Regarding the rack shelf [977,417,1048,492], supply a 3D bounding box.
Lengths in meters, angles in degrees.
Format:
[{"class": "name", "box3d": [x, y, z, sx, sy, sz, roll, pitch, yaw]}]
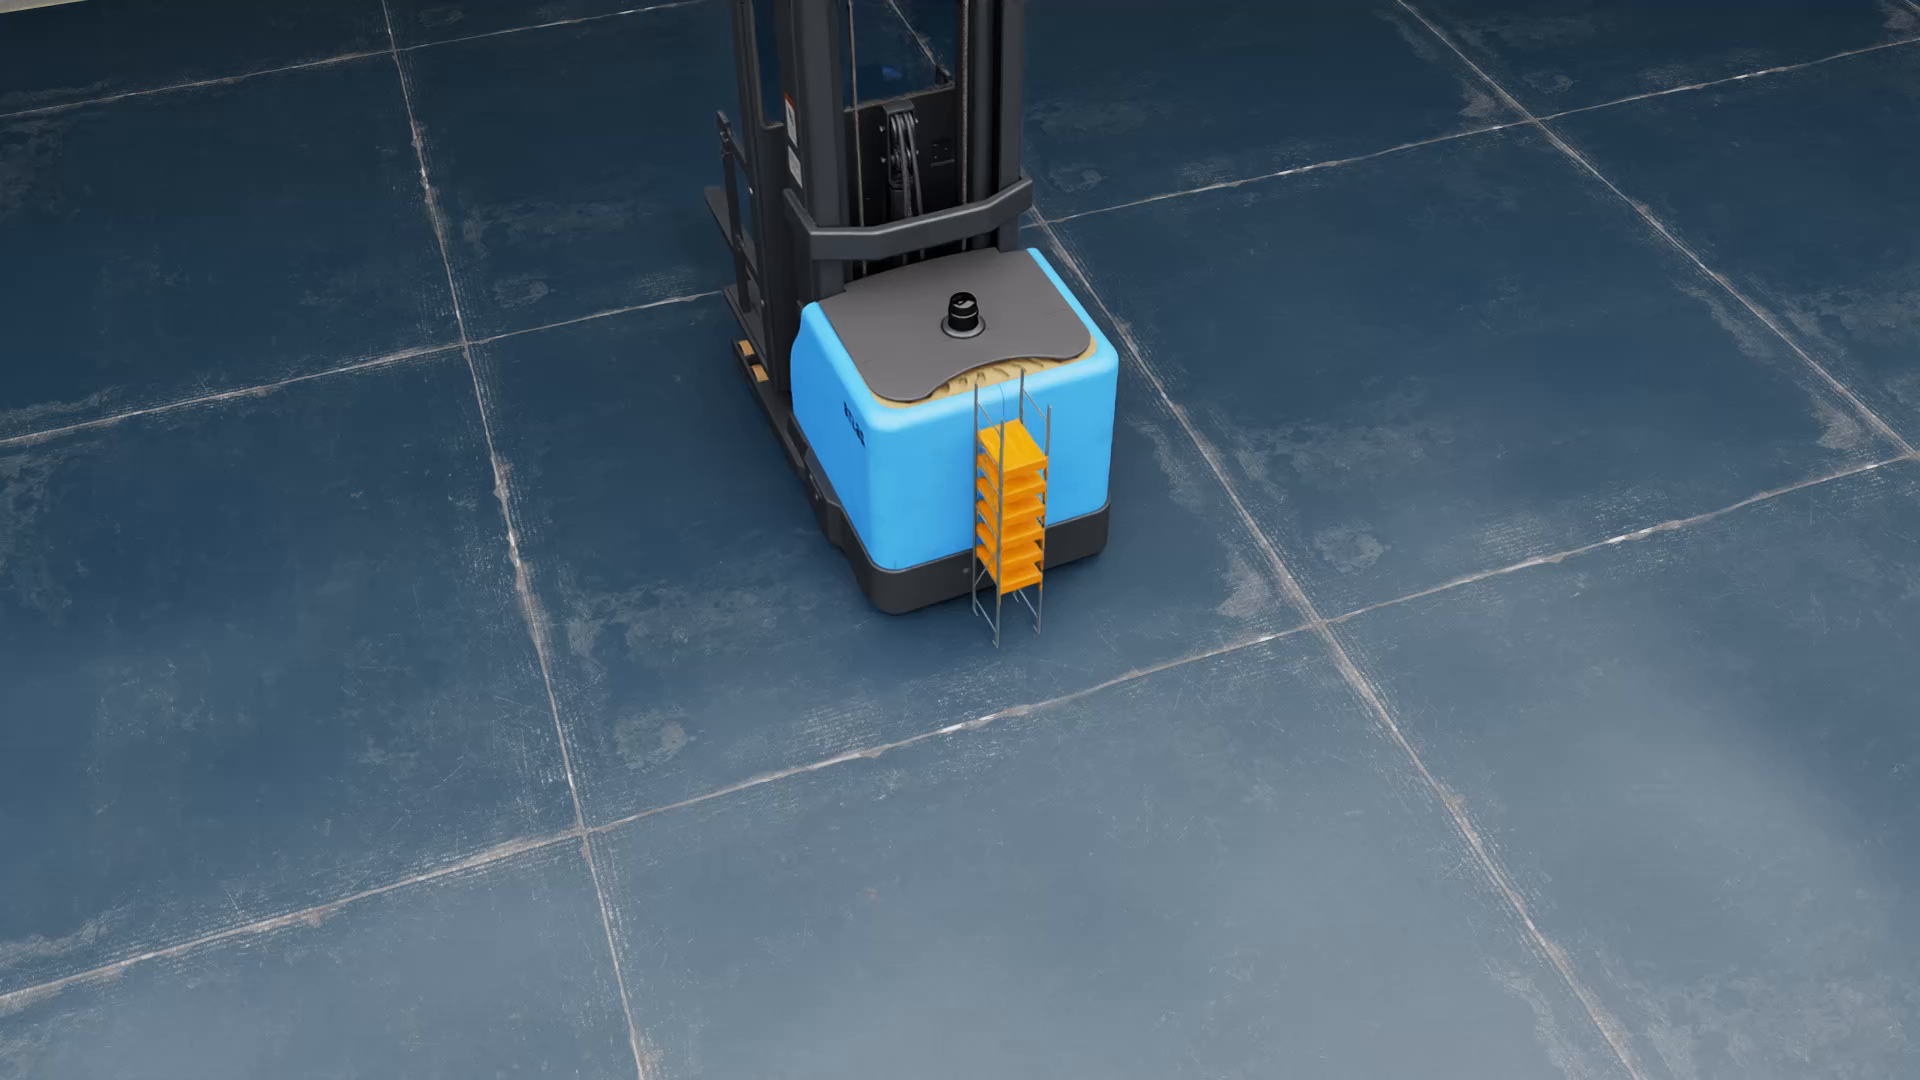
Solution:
[{"class": "rack shelf", "box3d": [0.185, -0.315, 6.080, 0.180, 0.103, 0.258, -18, 48, -17]}]

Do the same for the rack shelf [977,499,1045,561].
[{"class": "rack shelf", "box3d": [0.185, -0.061, 6.335, 0.180, 0.103, 0.258, -18, 48, -17]}]

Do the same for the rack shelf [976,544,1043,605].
[{"class": "rack shelf", "box3d": [0.185, 0.109, 6.505, 0.180, 0.103, 0.258, -18, 48, -17]}]

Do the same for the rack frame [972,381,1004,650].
[{"class": "rack frame", "box3d": [0.102, -0.065, 6.277, 0.006, 1.200, 0.240, -18, 48, -17]}]

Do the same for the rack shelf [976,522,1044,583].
[{"class": "rack shelf", "box3d": [0.185, 0.024, 6.420, 0.180, 0.103, 0.258, -18, 48, -17]}]

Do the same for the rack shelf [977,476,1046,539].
[{"class": "rack shelf", "box3d": [0.185, -0.145, 6.250, 0.180, 0.103, 0.258, -18, 48, -17]}]

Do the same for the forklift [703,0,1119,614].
[{"class": "forklift", "box3d": [-0.422, -1.797, 6.781, 1.130, 2.935, 3.031, -17, 47, -16]}]

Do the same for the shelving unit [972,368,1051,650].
[{"class": "shelving unit", "box3d": [0.185, -0.092, 6.304, 0.189, 1.200, 0.258, -18, 48, -17]}]

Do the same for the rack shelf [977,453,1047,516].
[{"class": "rack shelf", "box3d": [0.185, -0.230, 6.165, 0.180, 0.103, 0.258, -18, 48, -17]}]

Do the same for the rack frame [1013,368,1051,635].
[{"class": "rack frame", "box3d": [0.269, -0.119, 6.330, 0.006, 1.200, 0.240, -18, 48, -17]}]
